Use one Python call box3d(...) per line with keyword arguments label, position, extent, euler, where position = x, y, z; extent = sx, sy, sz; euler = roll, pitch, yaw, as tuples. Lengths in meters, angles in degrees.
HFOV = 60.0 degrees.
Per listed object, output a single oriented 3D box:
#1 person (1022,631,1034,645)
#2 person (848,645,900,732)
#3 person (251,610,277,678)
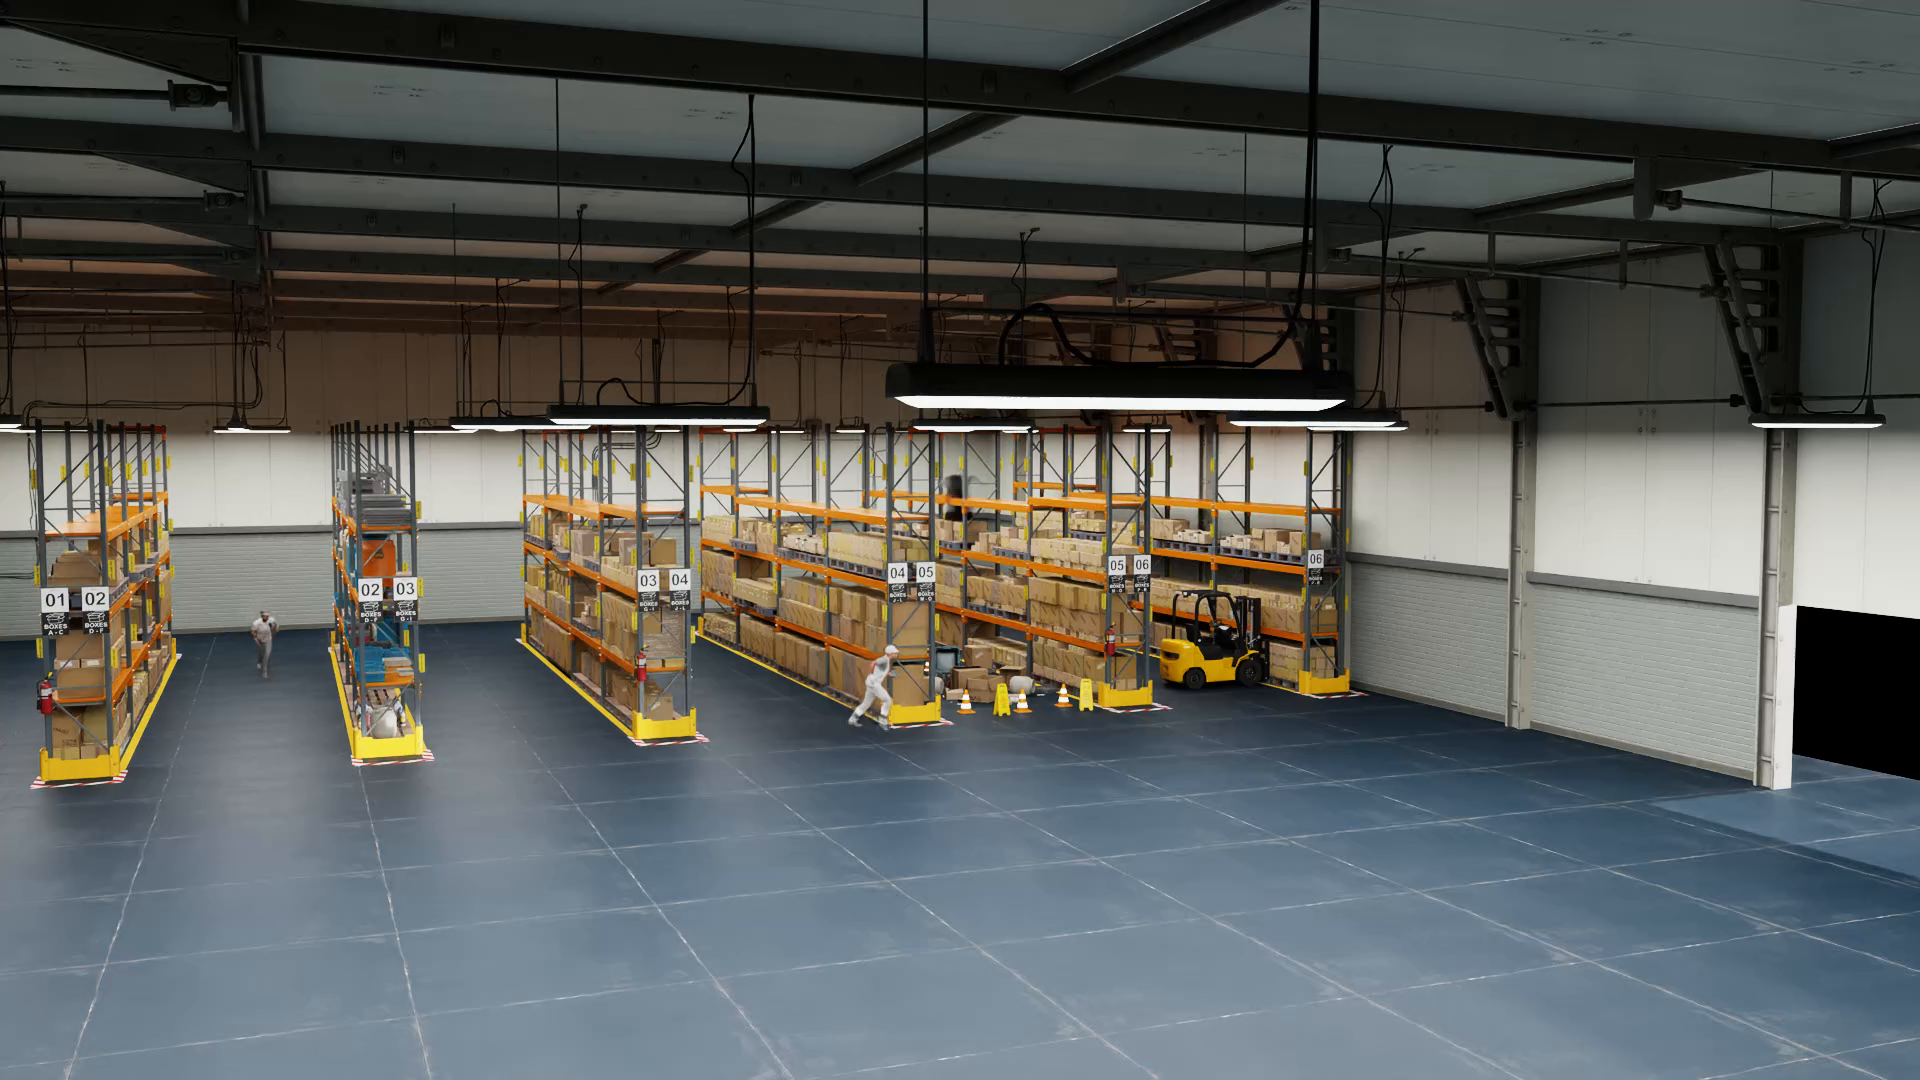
box3d(label="person", position=(1.785, 2.153, 43.857), extent=(0.583, 1.674, 0.934), euler=(-1, 4, -19))
box3d(label="person", position=(-1.672, 2.898, 32.207), extent=(1.015, 1.720, 0.713), euler=(0, 4, 2))
box3d(label="person", position=(-16.714, 2.455, 39.881), extent=(0.596, 1.633, 0.961), euler=(-3, 4, -36))
